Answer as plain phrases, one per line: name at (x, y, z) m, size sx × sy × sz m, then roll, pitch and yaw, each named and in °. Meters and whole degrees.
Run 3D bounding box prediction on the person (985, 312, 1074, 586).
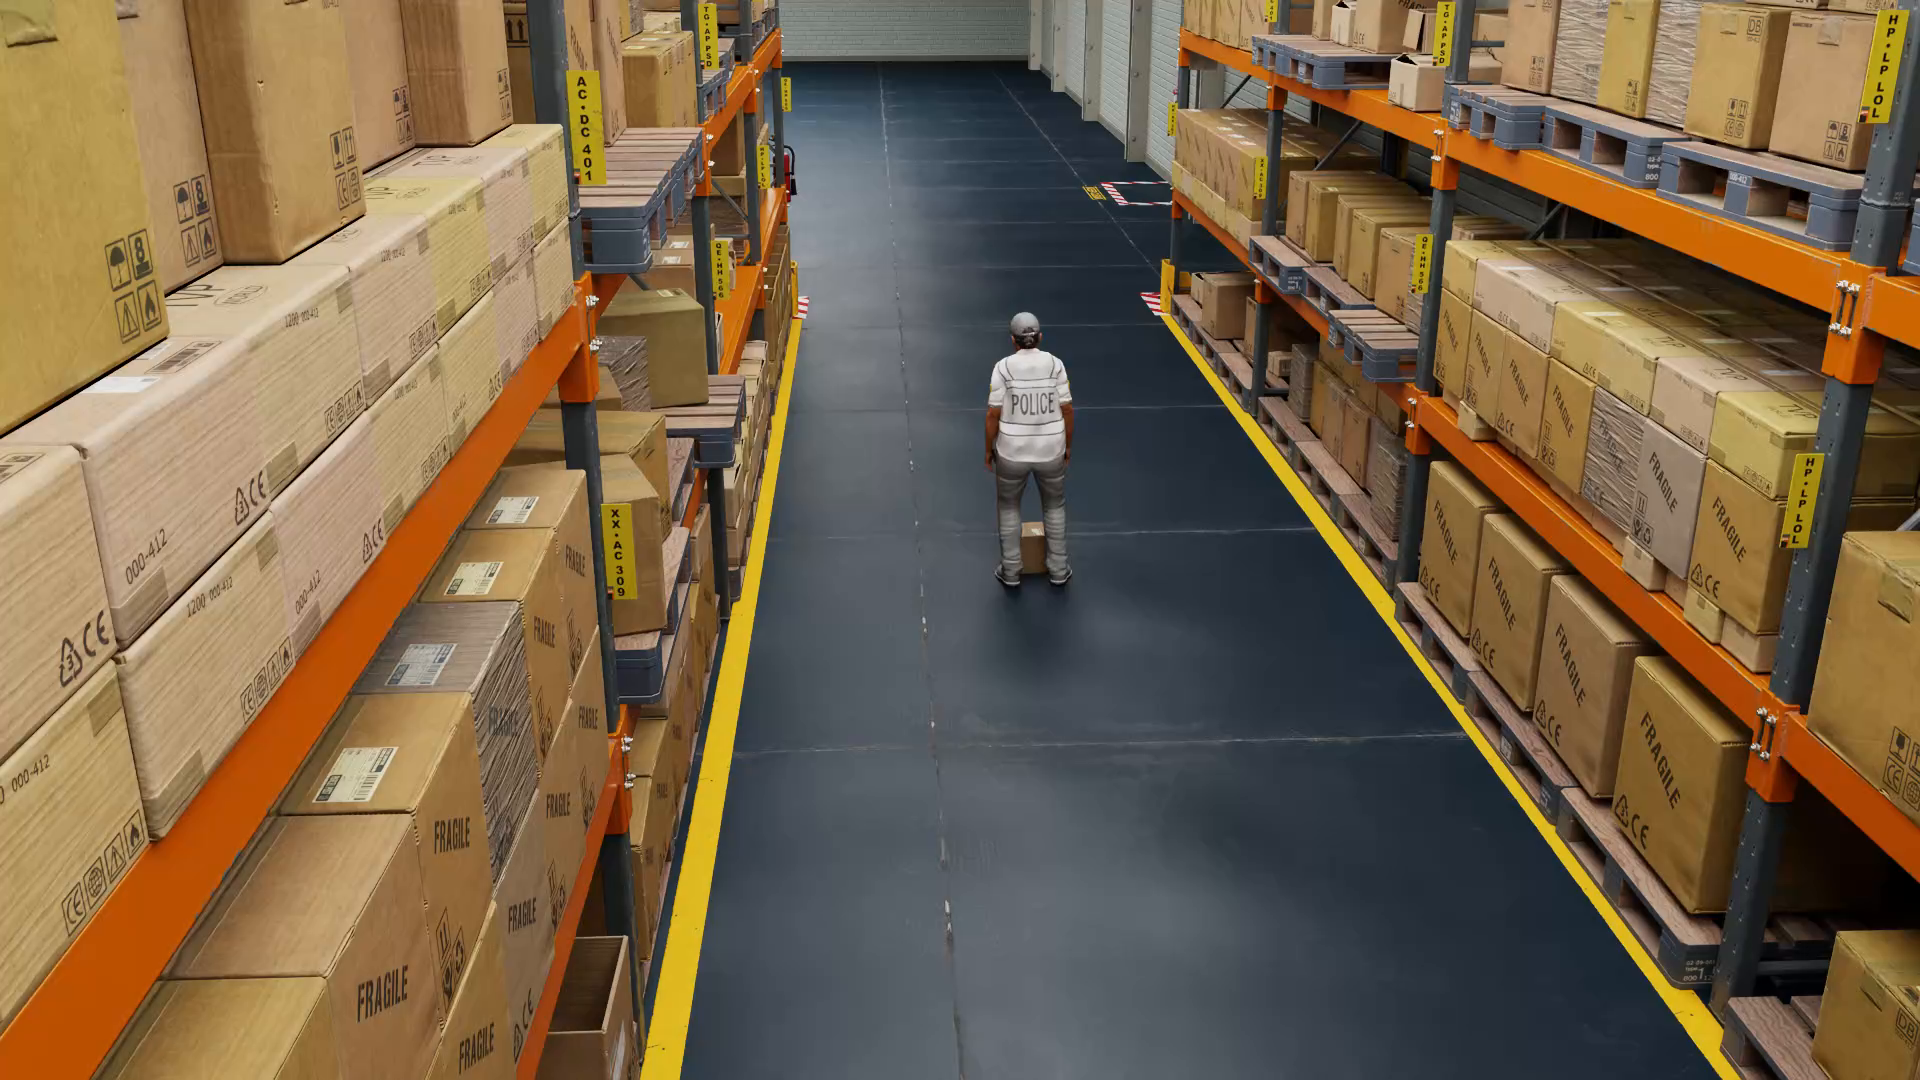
person at (0.426, -0.536, 9.998) m, size 0.563 × 1.667 × 0.463 m, roll -2°, pitch 21°, yaw -6°
